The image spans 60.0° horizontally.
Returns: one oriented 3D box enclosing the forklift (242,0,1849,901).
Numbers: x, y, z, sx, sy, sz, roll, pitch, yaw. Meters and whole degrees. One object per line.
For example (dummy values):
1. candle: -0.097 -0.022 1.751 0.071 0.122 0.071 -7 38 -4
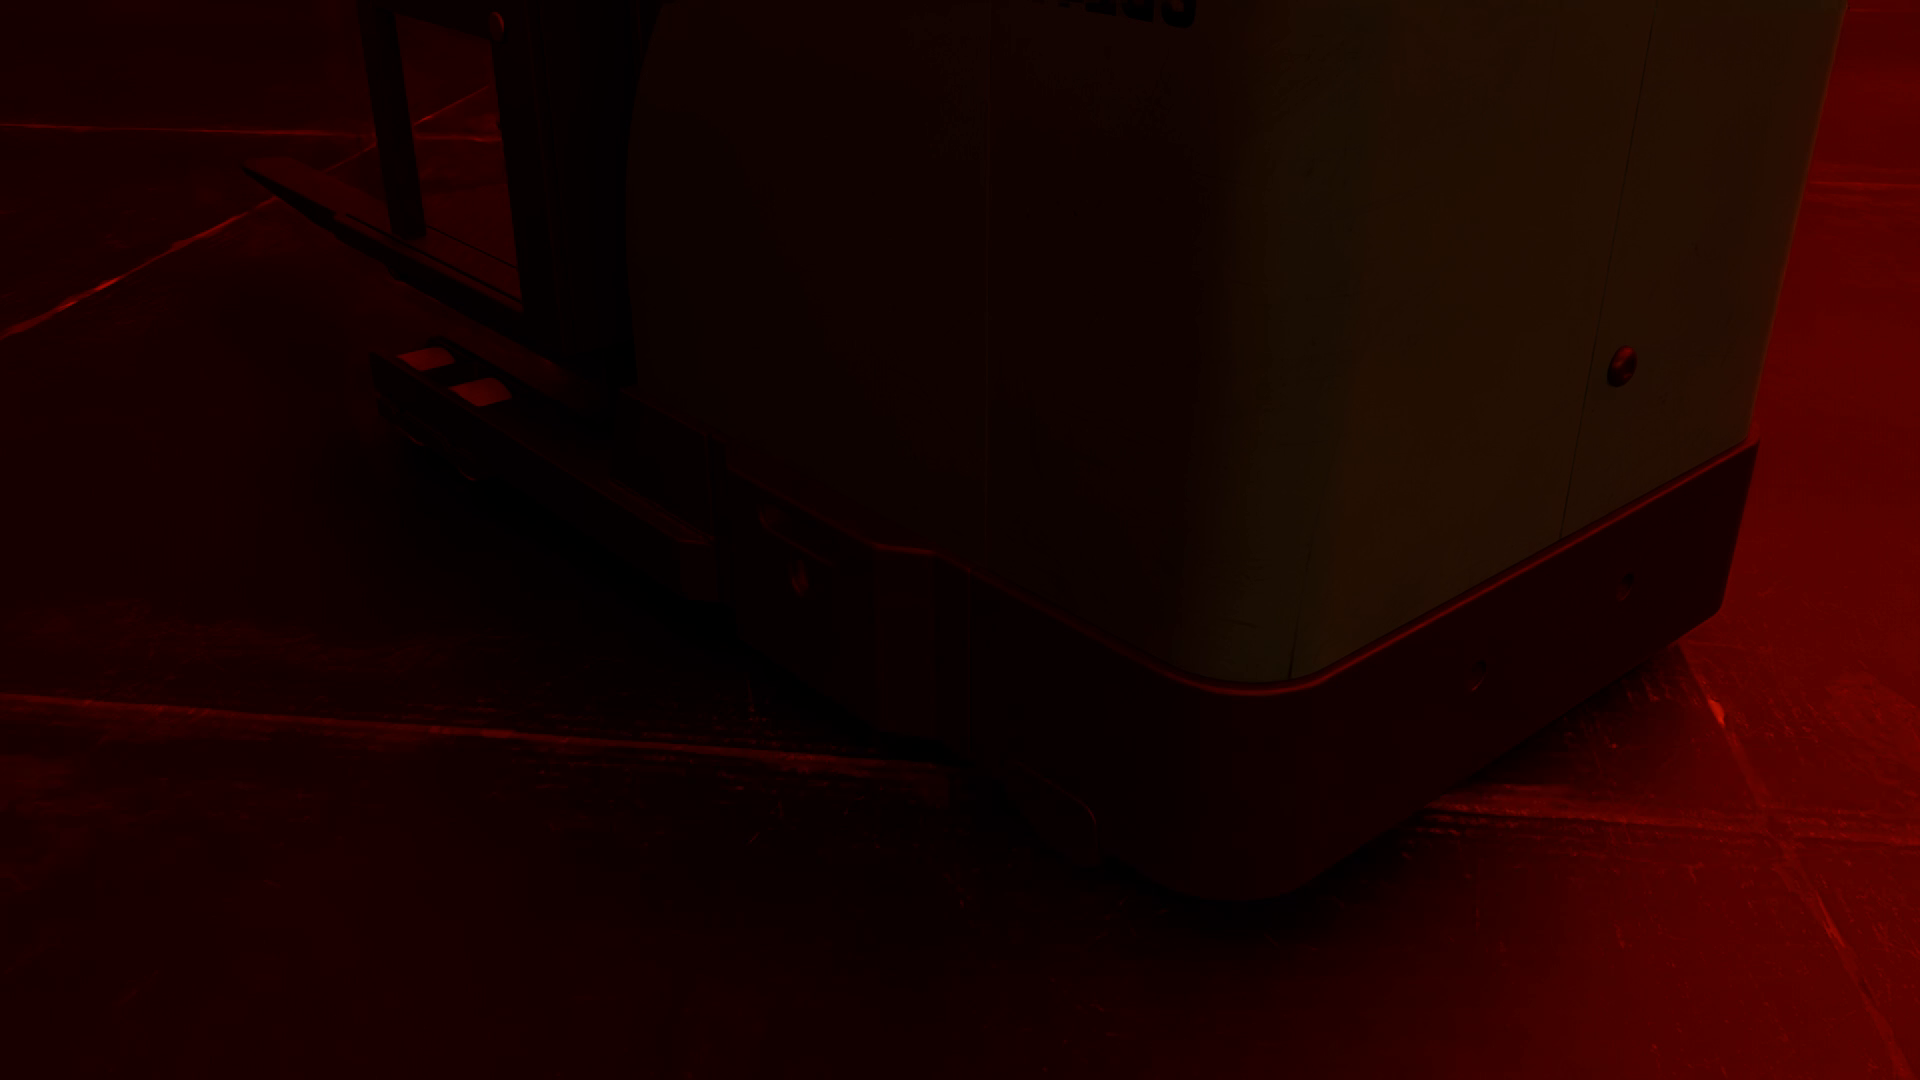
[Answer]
1. forklift: -0.339 -1.536 2.296 1.130 2.935 3.031 -21 33 -36
